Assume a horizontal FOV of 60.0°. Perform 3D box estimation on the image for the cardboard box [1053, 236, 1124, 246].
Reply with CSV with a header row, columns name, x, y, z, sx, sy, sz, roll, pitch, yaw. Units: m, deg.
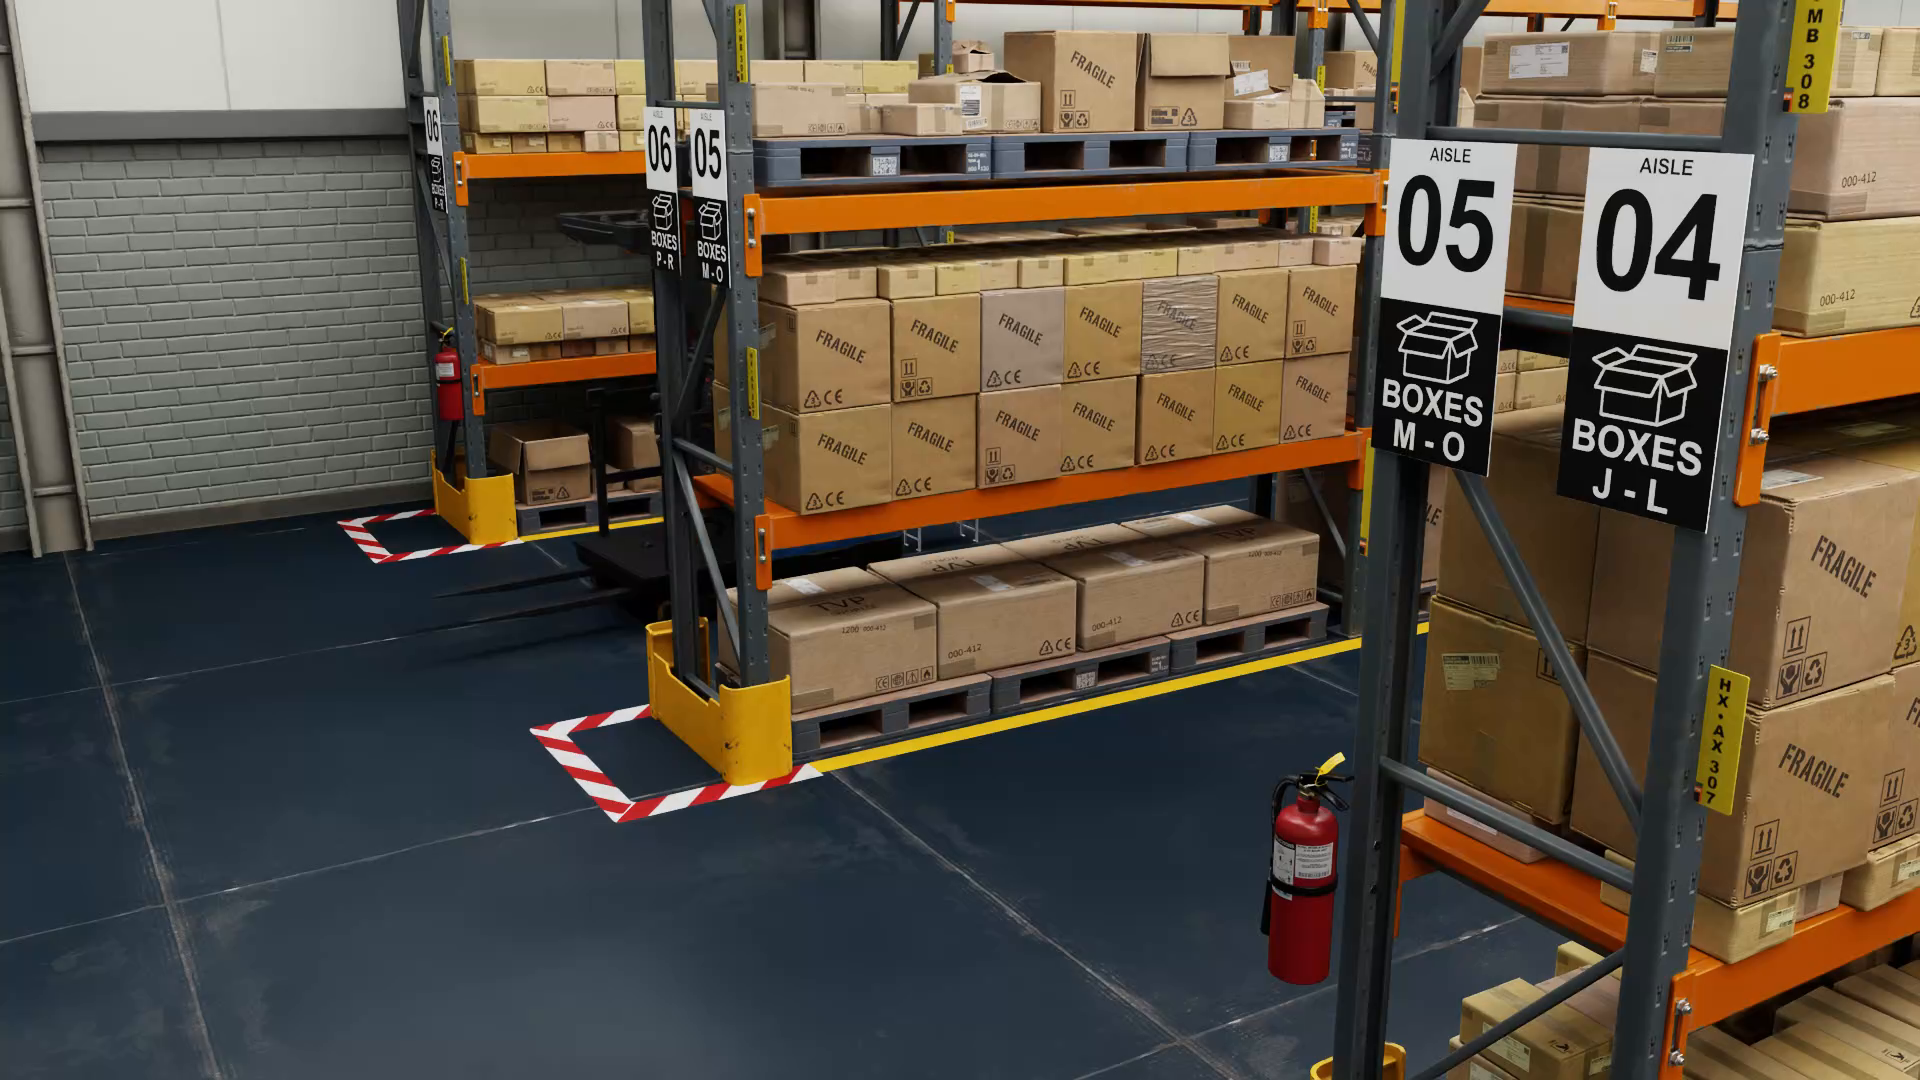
name,x,y,z,sx,sy,sz,roll,pitch,yaw
cardboard box,0.717,-1.623,9.403,0.250,0.149,0.380,-9,18,-30

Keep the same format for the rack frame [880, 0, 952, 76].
name,x,y,z,sx,sy,sz,roll,pitch,yaw
rack frame,-0.369,-4.991,13.541,0.127,3.000,1.000,-9,18,-30

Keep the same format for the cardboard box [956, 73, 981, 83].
name,x,y,z,sx,sy,sz,roll,pitch,yaw
cardboard box,0.113,-3.759,13.656,0.250,0.149,0.380,-9,18,-28

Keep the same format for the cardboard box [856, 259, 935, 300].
name,x,y,z,sx,sy,sz,roll,pitch,yaw
cardboard box,-0.321,-1.288,8.207,0.250,0.149,0.380,-9,18,-28

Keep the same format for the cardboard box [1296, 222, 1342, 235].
name,x,y,z,sx,sy,sz,roll,pitch,yaw
cardboard box,3.485,-2.995,16.149,0.250,0.149,0.380,-9,18,-28

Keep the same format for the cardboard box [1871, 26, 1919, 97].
name,x,y,z,sx,sy,sz,roll,pitch,yaw
cardboard box,2.020,-1.095,3.815,0.250,0.149,0.380,-8,18,-27

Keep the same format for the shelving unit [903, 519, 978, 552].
name,x,y,z,sx,sy,sz,roll,pitch,yaw
shelving unit,-0.142,-0.555,12.166,0.503,1.200,0.258,-9,18,-30

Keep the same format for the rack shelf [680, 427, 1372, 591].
name,x,y,z,sx,sy,sz,roll,pitch,yaw
rack shelf,0.476,-0.330,9.361,4.000,0.370,1.077,-9,18,-30

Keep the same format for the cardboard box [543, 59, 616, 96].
name,x,y,z,sx,sy,sz,roll,pitch,yaw
cardboard box,-2.842,-3.372,12.125,0.500,0.250,0.500,-9,18,-30

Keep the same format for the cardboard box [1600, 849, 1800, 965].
name,x,y,z,sx,sy,sz,roll,pitch,yaw
cardboard box,1.844,0.885,4.161,0.250,0.149,0.380,-9,18,-30

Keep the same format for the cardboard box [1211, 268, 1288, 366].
name,x,y,z,sx,sy,sz,roll,pitch,yaw
cardboard box,1.489,-1.286,9.401,0.500,0.500,0.500,-10,18,-31

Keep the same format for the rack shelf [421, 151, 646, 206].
name,x,y,z,sx,sy,sz,roll,pitch,yaw
rack shelf,-2.083,-2.922,13.052,4.000,0.370,1.077,-9,18,-30

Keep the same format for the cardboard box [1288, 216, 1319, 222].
name,x,y,z,sx,sy,sz,roll,pitch,yaw
cardboard box,3.401,-3.173,16.784,0.250,0.149,0.380,-9,18,-28

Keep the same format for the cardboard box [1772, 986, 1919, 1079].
name,x,y,z,sx,sy,sz,roll,pitch,yaw
cardboard box,2.648,1.498,4.911,0.250,0.149,0.380,-10,19,-32

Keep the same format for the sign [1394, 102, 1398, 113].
name,x,y,z,sx,sy,sz,roll,pitch,yaw
sign,2.478,-2.557,9.313,0.005,0.325,0.100,-9,18,-30

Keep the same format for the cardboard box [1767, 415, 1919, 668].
name,x,y,z,sx,sy,sz,roll,pitch,yaw
cardboard box,2.349,-0.012,4.307,0.500,0.500,0.500,-9,18,-28

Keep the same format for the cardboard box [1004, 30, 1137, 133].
name,x,y,z,sx,sy,sz,roll,pitch,yaw
cardboard box,0.567,-2.386,8.660,0.500,0.500,0.500,-9,18,-29

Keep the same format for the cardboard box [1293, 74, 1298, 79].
name,x,y,z,sx,sy,sz,roll,pitch,yaw
cardboard box,2.918,-4.249,15.441,0.250,0.149,0.380,-9,18,-28

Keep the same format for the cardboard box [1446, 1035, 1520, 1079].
name,x,y,z,sx,sy,sz,roll,pitch,yaw
cardboard box,1.703,1.621,5.022,0.250,0.149,0.380,-10,18,-31

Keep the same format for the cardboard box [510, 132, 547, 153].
name,x,y,z,sx,sy,sz,roll,pitch,yaw
cardboard box,-3.193,-2.902,12.114,0.250,0.149,0.380,-9,18,-29

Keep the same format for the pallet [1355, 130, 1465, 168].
name,x,y,z,sx,sy,sz,roll,pitch,yaw
pallet,2.951,-2.445,10.372,1.217,0.209,0.805,-10,19,-32

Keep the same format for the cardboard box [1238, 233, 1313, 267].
name,x,y,z,sx,sy,sz,roll,pitch,yaw
cardboard box,1.809,-1.668,9.564,0.250,0.149,0.380,-9,18,-28

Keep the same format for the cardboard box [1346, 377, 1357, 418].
name,x,y,z,sx,sy,sz,roll,pitch,yaw
cardboard box,2.704,-0.882,10.277,0.500,0.250,0.500,-10,18,-31

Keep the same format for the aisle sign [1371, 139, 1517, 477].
name,x,y,z,sx,sy,sz,roll,pitch,yaw
aisle sign,1.181,-0.578,4.098,0.004,0.787,0.394,-9,18,-30

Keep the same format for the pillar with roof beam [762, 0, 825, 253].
name,x,y,z,sx,sy,sz,roll,pitch,yaw
pillar with roof beam,0.787,-4.106,10.387,0.400,9.000,9.100,-9,18,-30

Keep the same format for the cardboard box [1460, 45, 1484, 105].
name,x,y,z,sx,sy,sz,roll,pitch,yaw
cardboard box,3.096,-2.704,9.979,0.500,0.500,0.500,-10,18,-31

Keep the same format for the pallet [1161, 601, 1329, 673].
name,x,y,z,sx,sy,sz,roll,pitch,yaw
pallet,1.499,0.476,10.320,1.213,0.211,1.003,-9,18,-30

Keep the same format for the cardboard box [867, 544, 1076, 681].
name,x,y,z,sx,sy,sz,roll,pitch,yaw
cardboard box,0.056,0.389,9.432,0.875,0.438,0.875,-9,18,-28

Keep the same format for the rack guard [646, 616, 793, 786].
name,x,y,z,sx,sy,sz,roll,pitch,yaw
rack guard,-1.259,0.809,8.598,0.348,0.500,1.175,-9,18,-30

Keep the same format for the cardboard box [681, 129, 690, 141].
name,x,y,z,sx,sy,sz,roll,pitch,yaw
cardboard box,-2.040,-3.051,12.643,0.250,0.149,0.380,-9,18,-30

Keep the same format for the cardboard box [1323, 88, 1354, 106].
name,x,y,z,sx,sy,sz,roll,pitch,yaw
cardboard box,3.515,-4.218,15.814,0.250,0.166,0.380,-9,18,-30

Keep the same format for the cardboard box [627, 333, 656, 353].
name,x,y,z,sx,sy,sz,roll,pitch,yaw
cardboard box,-2.500,-1.557,12.873,0.250,0.149,0.380,-9,18,-29

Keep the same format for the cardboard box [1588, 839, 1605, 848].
name,x,y,z,sx,sy,sz,roll,pitch,yaw
cardboard box,1.764,0.717,4.758,0.250,0.149,0.380,-9,18,-30

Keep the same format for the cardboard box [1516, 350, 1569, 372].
name,x,y,z,sx,sy,sz,roll,pitch,yaw
cardboard box,3.592,-1.261,10.704,0.500,0.250,0.500,-9,18,-29

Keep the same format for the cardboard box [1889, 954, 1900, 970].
name,x,y,z,sx,sy,sz,roll,pitch,yaw
cardboard box,3.036,1.397,5.820,0.250,0.149,0.380,-9,18,-29

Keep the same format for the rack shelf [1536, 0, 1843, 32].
name,x,y,z,sx,sy,sz,roll,pitch,yaw
rack shelf,8.203,-5.842,18.651,4.000,0.370,1.077,-9,18,-30

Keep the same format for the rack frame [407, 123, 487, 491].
name,x,y,z,sx,sy,sz,roll,pitch,yaw
rack frame,-3.798,-1.546,12.368,0.127,3.000,1.000,-9,18,-30

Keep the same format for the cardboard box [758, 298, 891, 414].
name,x,y,z,sx,sy,sz,roll,pitch,yaw
cardboard box,-0.680,-0.928,8.127,0.500,0.500,0.500,-10,18,-31

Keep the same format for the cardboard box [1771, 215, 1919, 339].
name,x,y,z,sx,sy,sz,roll,pitch,yaw
cardboard box,1.914,-0.642,3.864,0.500,0.250,0.500,-8,18,-28

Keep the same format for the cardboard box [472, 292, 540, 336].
name,x,y,z,sx,sy,sz,roll,pitch,yaw
cardboard box,-3.540,-1.742,12.795,0.500,0.250,0.500,-9,18,-28

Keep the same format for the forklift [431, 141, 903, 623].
name,x,y,z,sx,sy,sz,roll,pitch,yaw
forklift,-1.883,-1.025,10.635,3.031,2.935,1.130,-11,19,-35

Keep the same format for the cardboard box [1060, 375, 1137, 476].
name,x,y,z,sx,sy,sz,roll,pitch,yaw
cardboard box,0.607,-0.663,9.034,0.500,0.500,0.500,-9,18,-28

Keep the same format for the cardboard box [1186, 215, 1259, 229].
name,x,y,z,sx,sy,sz,roll,pitch,yaw
cardboard box,2.538,-2.873,16.138,0.500,0.500,0.500,-8,18,-27

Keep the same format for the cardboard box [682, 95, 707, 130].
name,x,y,z,sx,sy,sz,roll,pitch,yaw
cardboard box,-1.975,-3.281,12.726,0.500,0.250,0.500,-10,18,-31

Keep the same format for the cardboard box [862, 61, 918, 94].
name,x,y,z,sx,sy,sz,roll,pitch,yaw
cardboard box,-0.677,-3.732,13.410,0.500,0.250,0.500,-9,18,-30

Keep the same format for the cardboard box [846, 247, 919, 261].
name,x,y,z,sx,sy,sz,roll,pitch,yaw
cardboard box,-0.413,-1.458,8.814,0.250,0.149,0.380,-9,18,-28

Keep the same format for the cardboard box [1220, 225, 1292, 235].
name,x,y,z,sx,sy,sz,roll,pitch,yaw
cardboard box,1.786,-1.812,10.078,0.250,0.149,0.380,-10,18,-31

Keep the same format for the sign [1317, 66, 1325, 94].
name,x,y,z,sx,sy,sz,roll,pitch,yaw
sign,3.338,-4.225,15.411,0.005,0.325,0.100,-9,18,-30

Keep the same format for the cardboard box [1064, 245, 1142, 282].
name,x,y,z,sx,sy,sz,roll,pitch,yaw
cardboard box,0.759,-1.479,8.889,0.250,0.149,0.380,-9,18,-30

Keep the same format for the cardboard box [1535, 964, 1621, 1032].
name,x,y,z,sx,sy,sz,roll,pitch,yaw
cardboard box,1.966,1.463,5.034,0.250,0.149,0.380,-9,18,-29

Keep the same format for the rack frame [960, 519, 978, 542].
name,x,y,z,sx,sy,sz,roll,pitch,yaw
rack frame,0.067,-0.589,12.287,0.015,1.200,0.240,-9,18,-30

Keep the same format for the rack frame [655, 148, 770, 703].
name,x,y,z,sx,sy,sz,roll,pitch,yaw
rack frame,-1.238,-0.398,8.273,0.127,3.000,1.000,-9,18,-30
